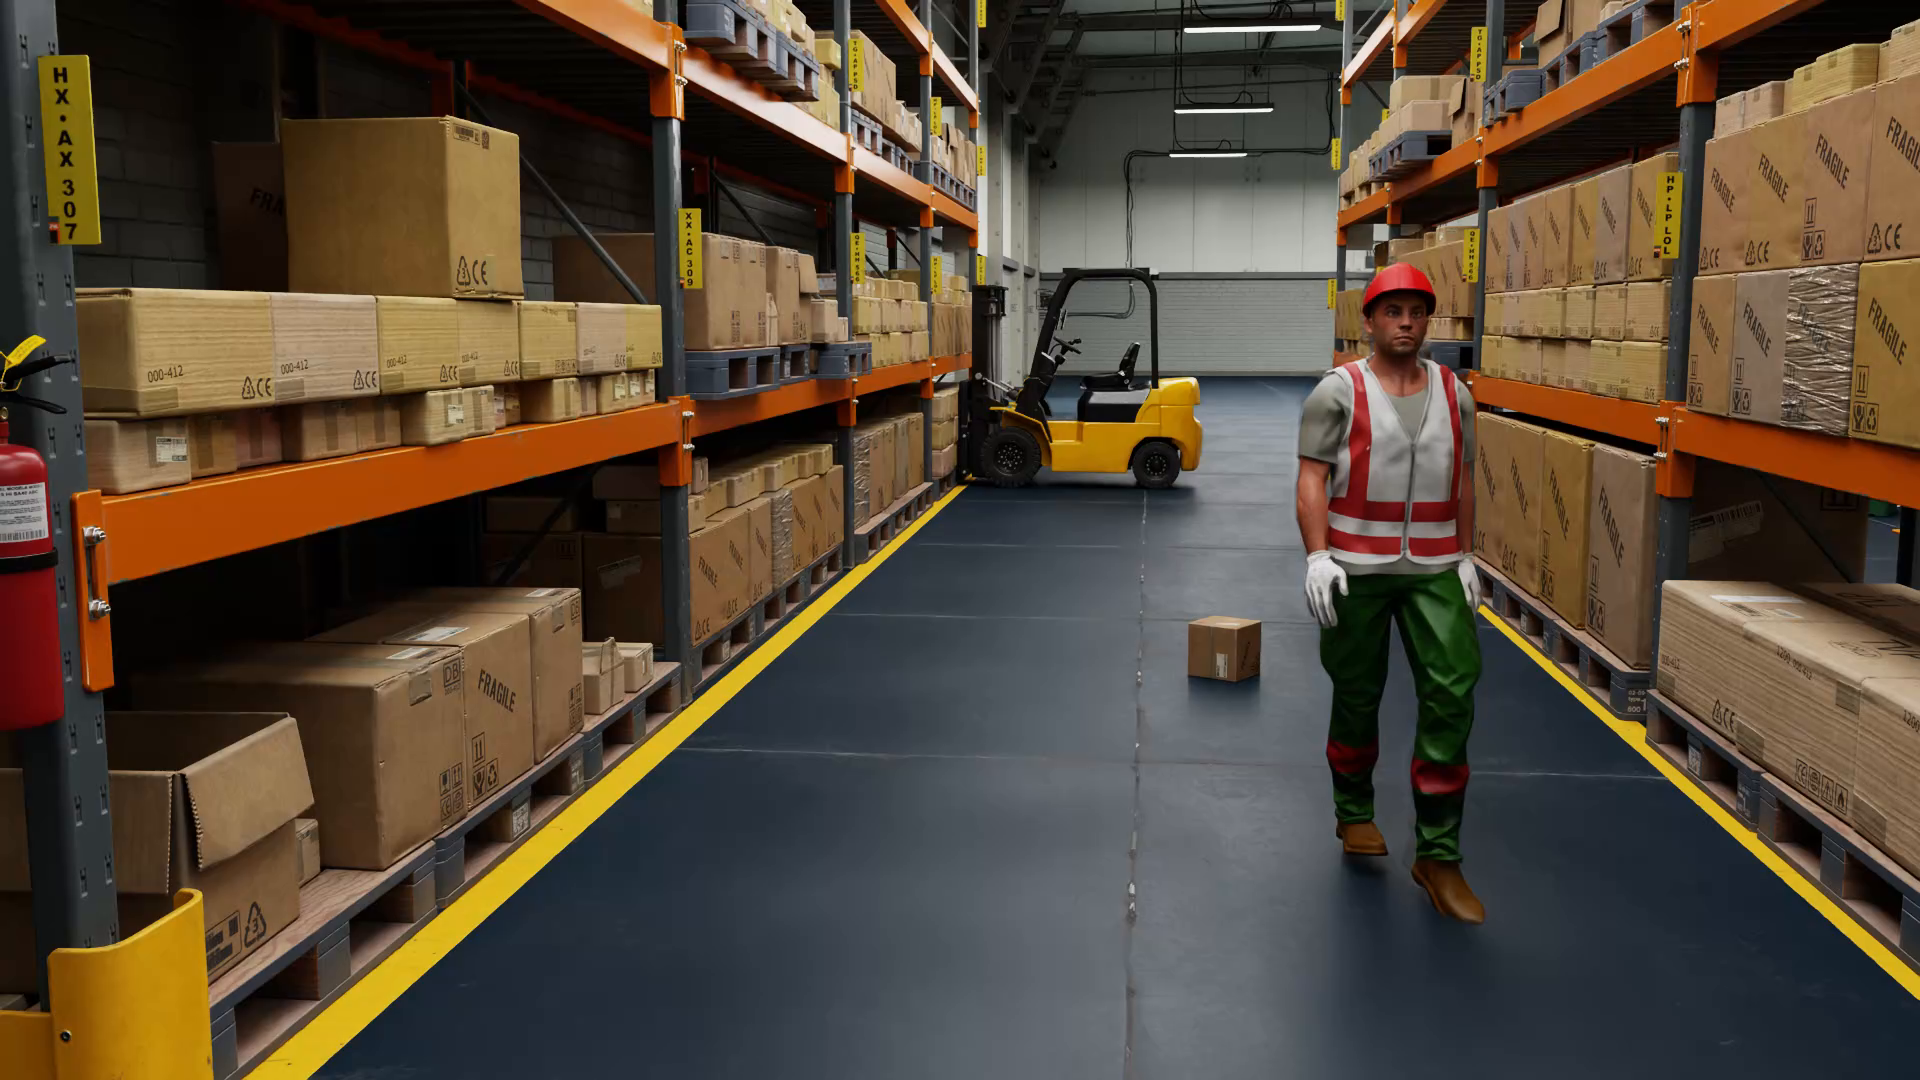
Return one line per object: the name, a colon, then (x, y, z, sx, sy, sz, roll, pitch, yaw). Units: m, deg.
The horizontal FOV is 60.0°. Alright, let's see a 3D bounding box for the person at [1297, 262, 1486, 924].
person: (1.261, 0.127, 4.777, 0.591, 1.833, 0.704, 0, 7, -2)
